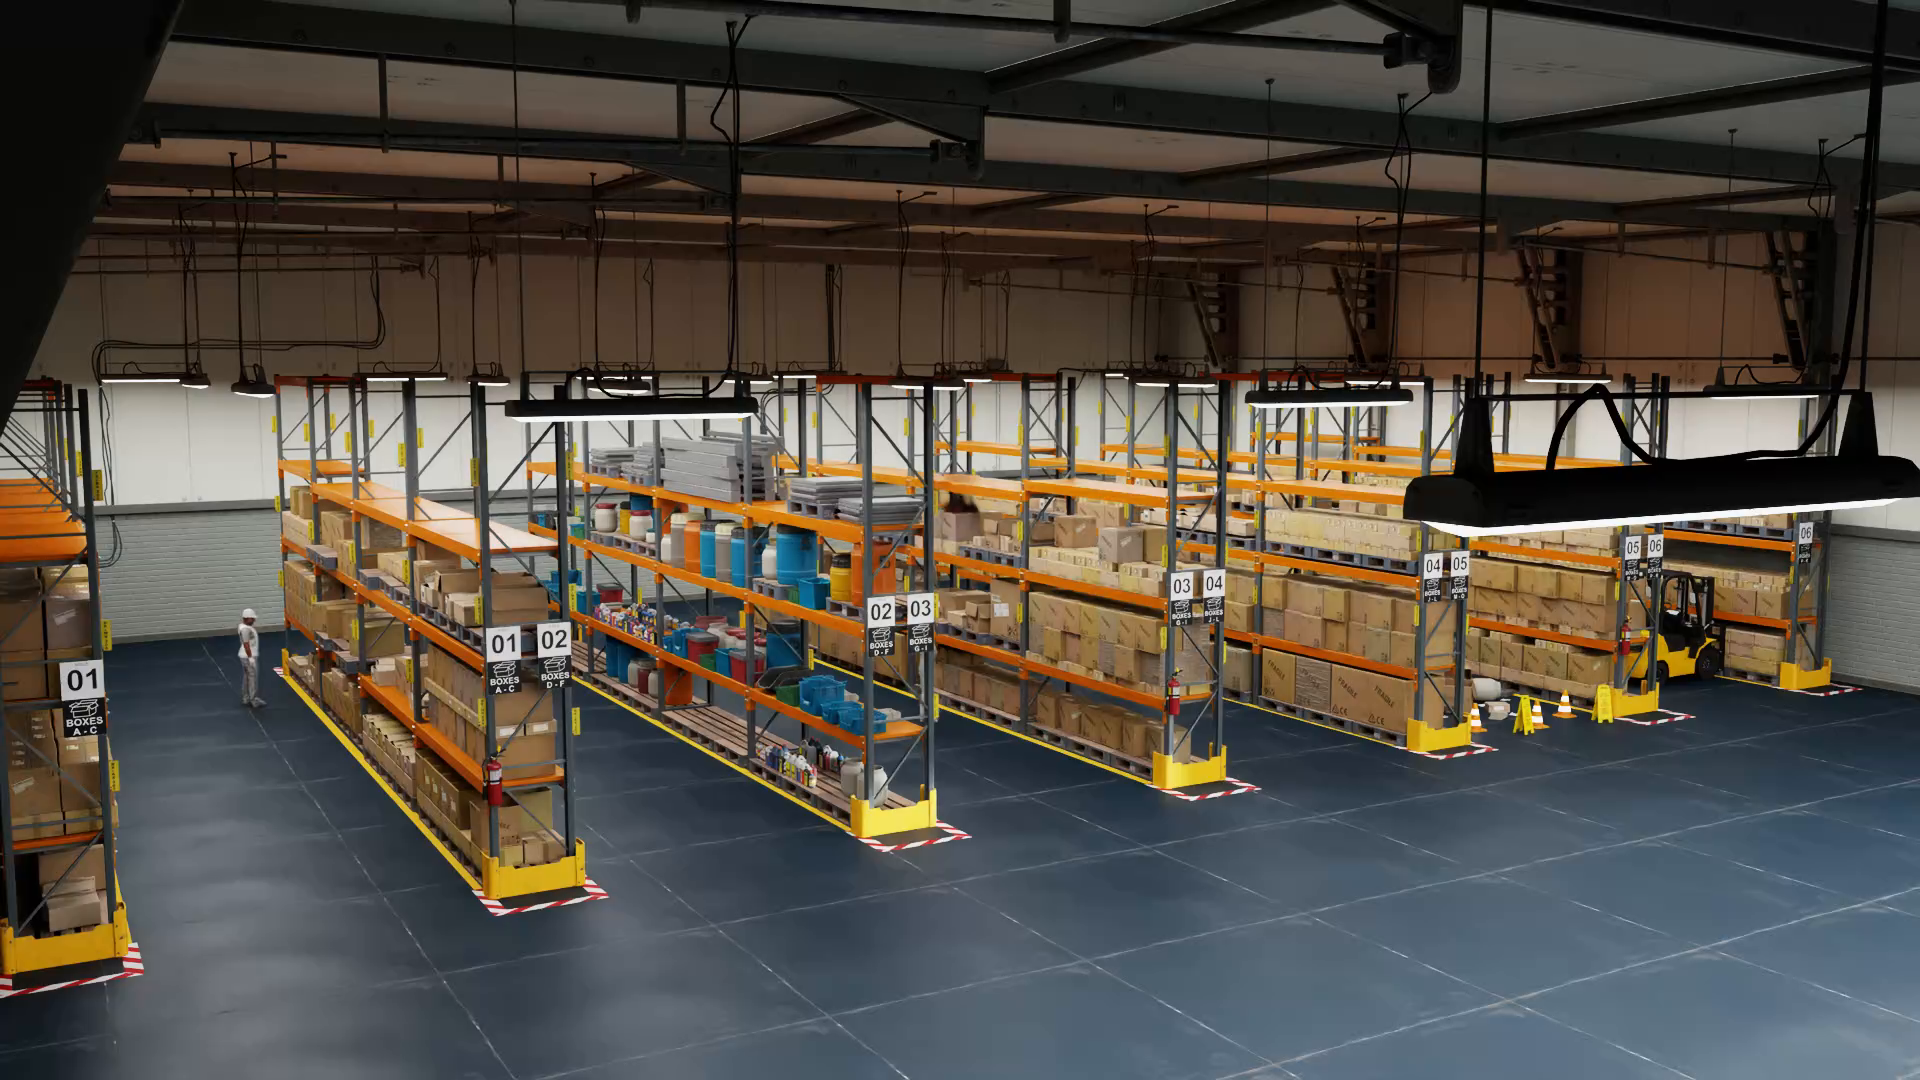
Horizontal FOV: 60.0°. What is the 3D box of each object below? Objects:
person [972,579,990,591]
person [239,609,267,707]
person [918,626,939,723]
[{"bbox_3d":[0.476,0.585,44.749,0.578,1.691,0.721,3,7,28],"label":"person"},{"bbox_3d":[-12.889,2.130,30.247,0.429,1.778,0.651,-4,8,-34],"label":"person"},{"bbox_3d":[-0.529,2.268,28.354,0.354,1.690,0.472,-1,6,-9],"label":"person"}]
